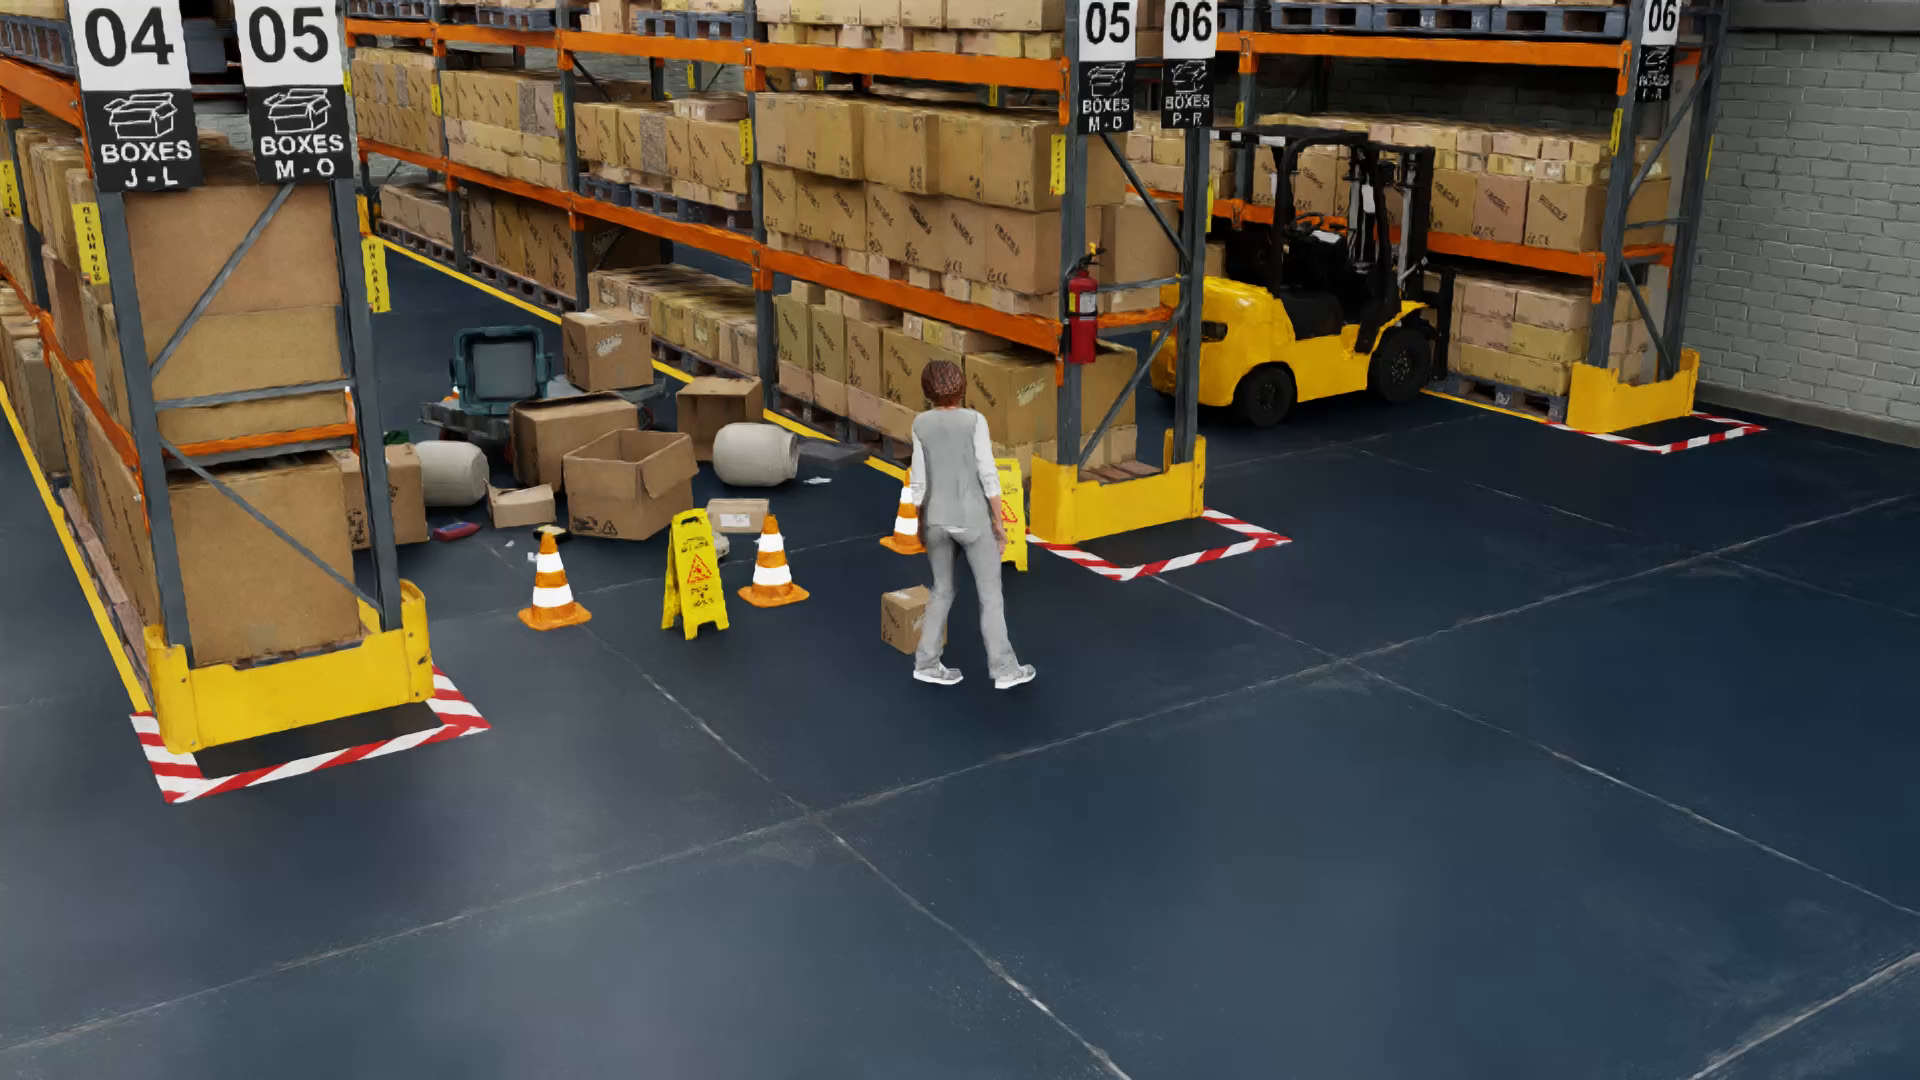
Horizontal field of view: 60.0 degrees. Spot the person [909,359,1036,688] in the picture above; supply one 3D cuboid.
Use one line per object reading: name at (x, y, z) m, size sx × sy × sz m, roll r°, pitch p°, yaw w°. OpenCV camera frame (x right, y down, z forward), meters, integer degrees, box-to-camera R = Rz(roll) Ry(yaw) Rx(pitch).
person at (0.046, -0.059, 7.776) m, size 0.573 × 1.594 × 0.375 m, roll 7°, pitch 20°, yaw 21°
